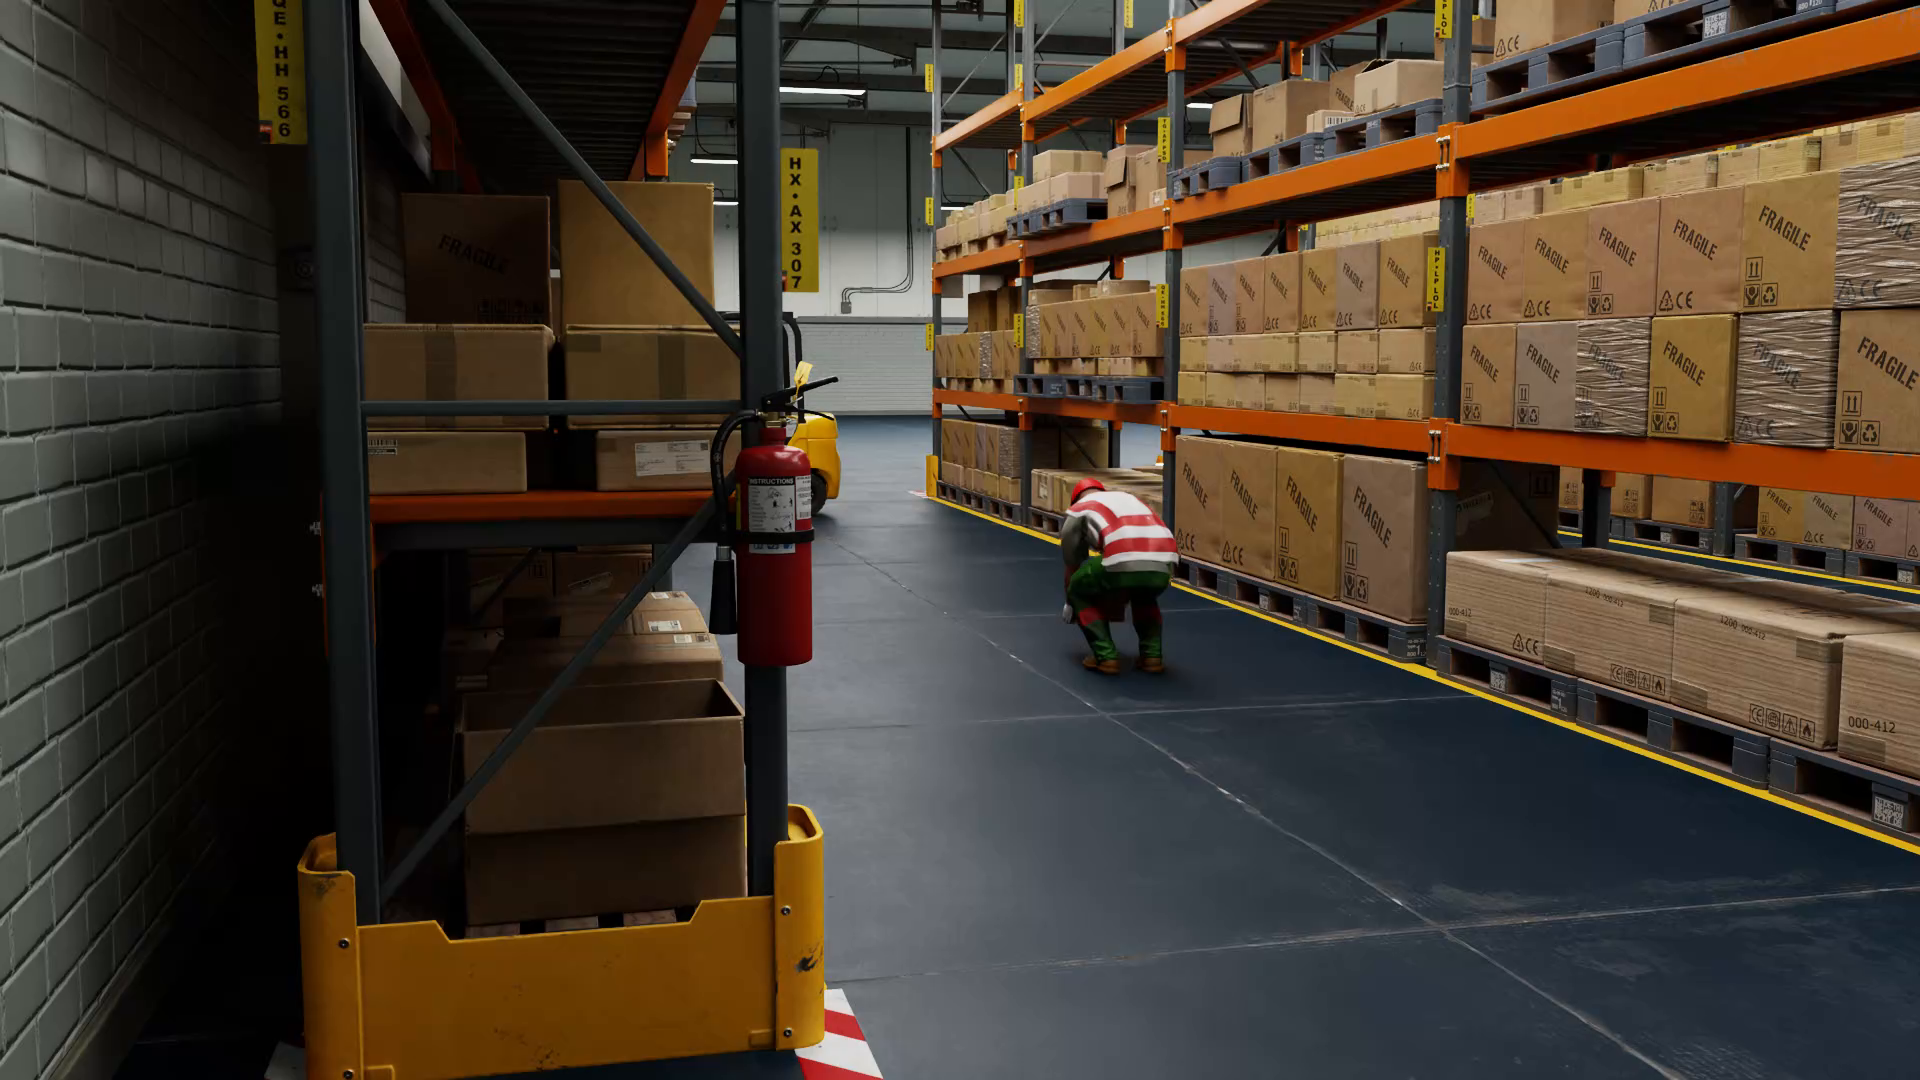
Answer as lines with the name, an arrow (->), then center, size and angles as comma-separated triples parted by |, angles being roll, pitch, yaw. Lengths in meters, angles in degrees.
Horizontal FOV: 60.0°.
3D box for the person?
person -> 0.833, 0.185, 8.878 | 0.530, 0.985, 0.922 | -2, 6, -15
